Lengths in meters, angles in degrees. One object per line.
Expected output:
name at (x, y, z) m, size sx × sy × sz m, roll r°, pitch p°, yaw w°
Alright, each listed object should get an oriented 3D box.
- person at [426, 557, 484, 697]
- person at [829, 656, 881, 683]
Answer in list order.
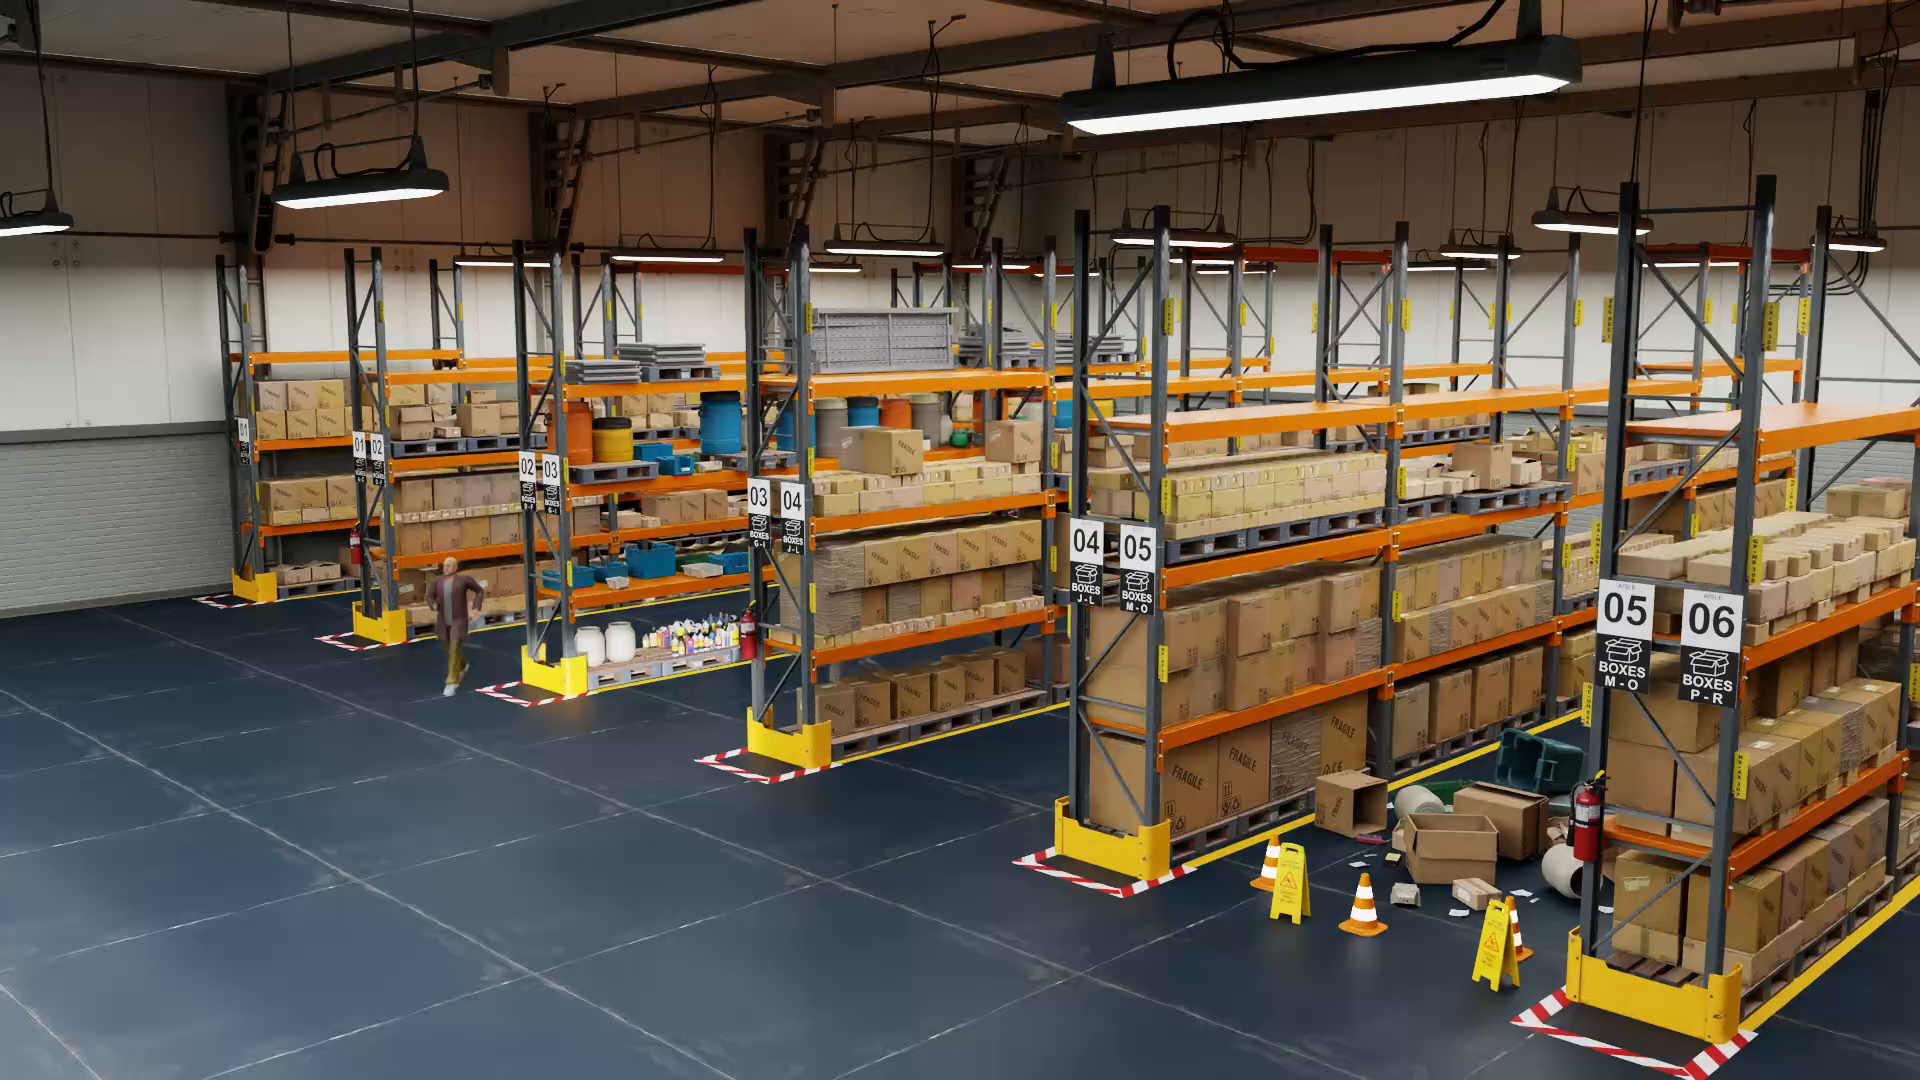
person at (-6.793, 1.118, 22.342) m, size 0.739 × 1.810 × 0.938 m, roll 1°, pitch 8°, yaw 9°
person at (-1.375, 1.269, 21.742) m, size 0.580 × 1.727 × 1.050 m, roll 7°, pitch 10°, yaw 39°
